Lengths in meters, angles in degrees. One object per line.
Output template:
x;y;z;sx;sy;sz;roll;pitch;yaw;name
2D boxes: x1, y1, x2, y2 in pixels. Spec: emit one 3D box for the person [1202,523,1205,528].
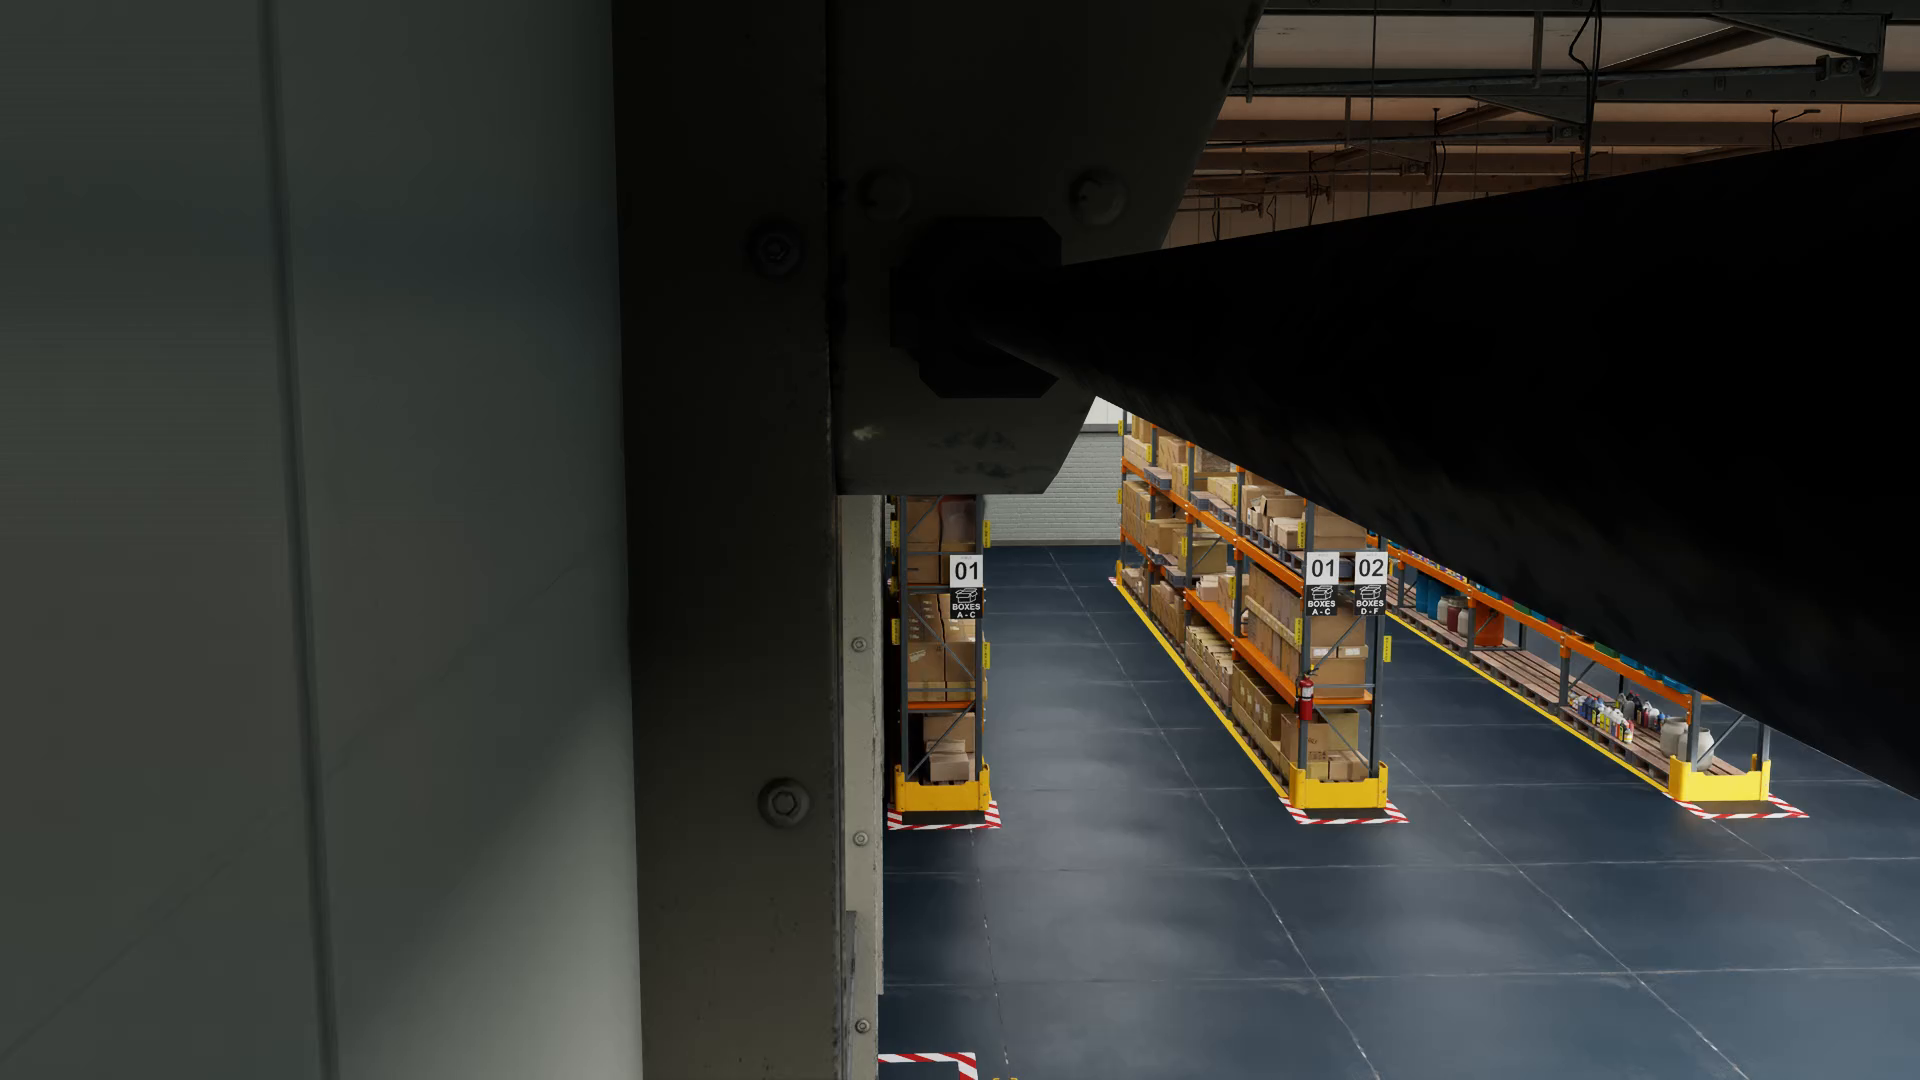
5.328;0.015;37.255;0.545;1.714;0.850;7;11;38;person
